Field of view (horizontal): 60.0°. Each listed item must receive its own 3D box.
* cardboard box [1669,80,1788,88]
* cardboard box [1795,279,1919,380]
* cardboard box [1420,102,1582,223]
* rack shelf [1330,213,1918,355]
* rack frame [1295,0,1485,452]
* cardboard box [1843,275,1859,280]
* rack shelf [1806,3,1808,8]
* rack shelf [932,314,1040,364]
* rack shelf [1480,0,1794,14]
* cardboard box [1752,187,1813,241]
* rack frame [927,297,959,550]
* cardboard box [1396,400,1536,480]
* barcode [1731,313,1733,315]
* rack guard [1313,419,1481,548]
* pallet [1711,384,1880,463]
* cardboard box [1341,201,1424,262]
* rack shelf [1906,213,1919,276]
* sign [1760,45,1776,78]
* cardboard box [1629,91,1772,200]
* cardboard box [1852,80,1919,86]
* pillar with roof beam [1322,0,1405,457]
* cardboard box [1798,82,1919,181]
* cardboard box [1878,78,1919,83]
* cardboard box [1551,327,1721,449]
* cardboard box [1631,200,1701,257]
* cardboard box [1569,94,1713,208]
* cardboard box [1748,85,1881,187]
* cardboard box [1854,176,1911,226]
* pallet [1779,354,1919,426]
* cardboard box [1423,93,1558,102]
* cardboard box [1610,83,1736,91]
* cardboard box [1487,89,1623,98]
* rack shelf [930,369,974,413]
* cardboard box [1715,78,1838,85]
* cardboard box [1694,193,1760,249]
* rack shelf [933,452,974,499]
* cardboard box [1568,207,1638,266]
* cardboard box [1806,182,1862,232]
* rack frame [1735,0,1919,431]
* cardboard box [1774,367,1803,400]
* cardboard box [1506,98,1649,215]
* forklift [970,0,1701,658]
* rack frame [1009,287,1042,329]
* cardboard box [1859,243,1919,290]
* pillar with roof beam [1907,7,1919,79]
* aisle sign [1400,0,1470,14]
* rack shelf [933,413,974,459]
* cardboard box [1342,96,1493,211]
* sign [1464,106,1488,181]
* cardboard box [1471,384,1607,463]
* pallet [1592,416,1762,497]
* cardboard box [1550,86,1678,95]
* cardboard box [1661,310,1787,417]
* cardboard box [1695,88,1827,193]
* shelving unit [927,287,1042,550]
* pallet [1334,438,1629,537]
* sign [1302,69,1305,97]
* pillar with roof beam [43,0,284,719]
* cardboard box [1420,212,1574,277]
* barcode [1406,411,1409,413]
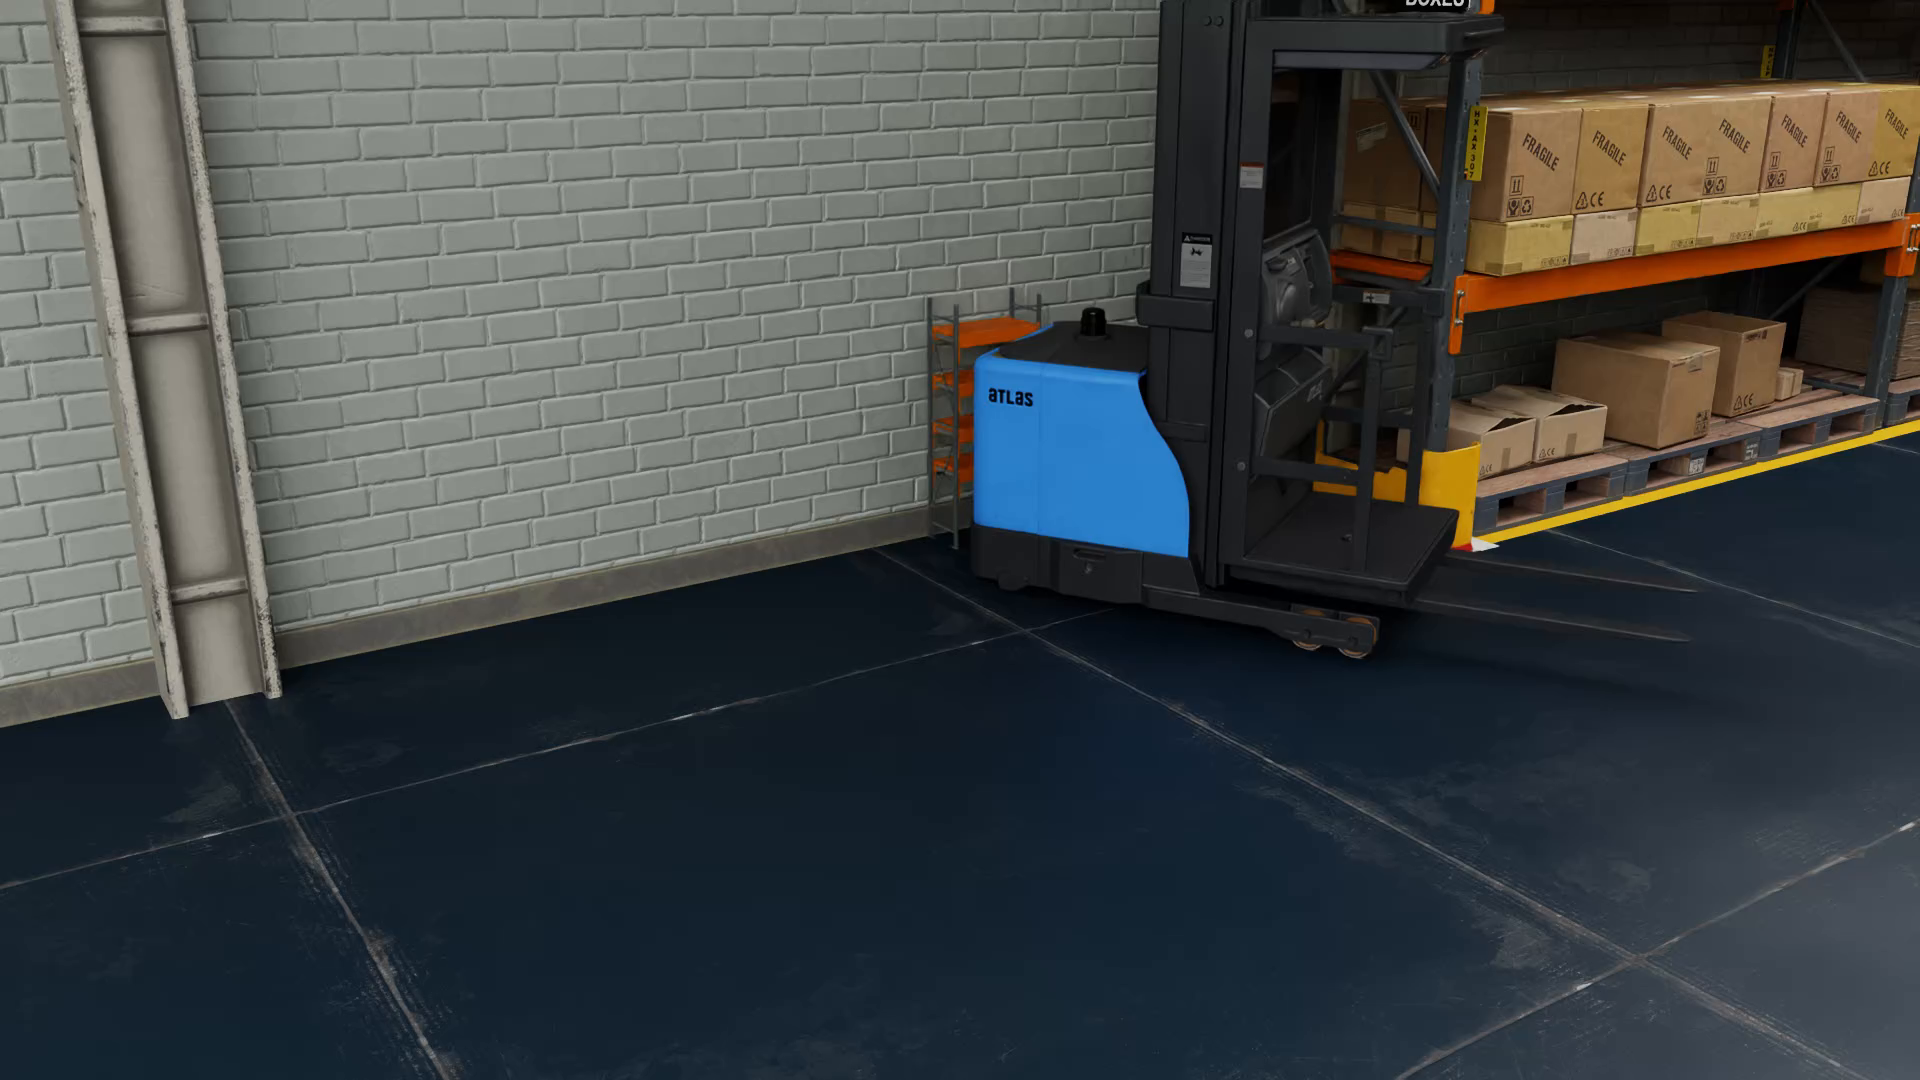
[{"bbox_3d":[4.425,-2.406,9.709,0.500,0.500,0.500,-12,22,-32],"label":"cardboard box"},{"bbox_3d":[5.972,-1.388,10.881,0.500,0.500,0.700,-11,22,-30],"label":"cardboard box"},{"bbox_3d":[2.590,-1.822,7.983,0.500,0.500,0.500,-12,22,-31],"label":"cardboard box"},{"bbox_3d":[3.696,-1.536,9.228,4.000,0.370,1.077,-12,22,-31],"label":"rack shelf"},{"bbox_3d":[2.026,-1.525,8.071,0.127,3.000,1.000,-12,22,-31],"label":"rack frame"},{"bbox_3d":[6.376,-1.492,11.190,0.500,0.500,0.700,-12,22,-32],"label":"cardboard box"},{"bbox_3d":[7.037,-3.662,10.832,4.000,0.370,1.077,-12,22,-31],"label":"rack shelf"},{"bbox_3d":[0.118,-0.970,8.008,0.480,0.148,0.258,-13,22,-33],"label":"rack shelf"},{"bbox_3d":[3.696,-2.957,8.748,4.000,0.370,1.077,-12,22,-31],"label":"rack shelf"},{"bbox_3d":[4.305,-1.825,9.162,0.500,0.250,0.500,-12,22,-32],"label":"cardboard box"},{"bbox_3d":[-0.081,-0.553,7.998,0.015,1.200,0.240,-13,22,-33],"label":"rack frame"},{"bbox_3d":[2.653,-0.557,8.720,0.500,0.311,0.500,-15,24,-37],"label":"cardboard box"},{"bbox_3d":[4.784,-1.374,10.342,0.075,0.075,0.001,-12,22,-31],"label":"barcode"},{"bbox_3d":[2.089,-0.354,8.511,0.348,0.500,1.175,-12,22,-31],"label":"rack guard"},{"bbox_3d":[4.825,-0.780,10.224,1.213,0.211,1.003,-12,22,-31],"label":"pallet"},{"bbox_3d":[2.310,-1.597,8.489,0.500,0.250,0.500,-12,22,-31],"label":"cardboard box"},{"bbox_3d":[7.037,-2.241,11.312,4.000,0.370,1.077,-12,22,-31],"label":"rack shelf"},{"bbox_3d":[5.058,-2.925,10.407,0.005,0.325,0.100,-12,22,-31],"label":"sign"},{"bbox_3d":[3.868,-2.090,8.775,0.500,0.500,0.500,-11,22,-30],"label":"cardboard box"},{"bbox_3d":[5.810,-2.565,10.307,0.500,0.500,0.700,-12,22,-31],"label":"cardboard box"},{"bbox_3d":[4.502,-3.570,4.753,0.400,9.000,9.100,-12,22,-31],"label":"pillar with roof beam"},{"bbox_3d":[5.142,-2.357,9.565,0.500,0.500,0.500,-12,22,-32],"label":"cardboard box"},{"bbox_3d":[6.281,-2.662,10.592,0.500,0.500,0.700,-9,21,-26],"label":"cardboard box"},{"bbox_3d":[3.770,-0.863,9.330,0.500,0.500,0.700,-14,23,-35],"label":"cardboard box"},{"bbox_3d":[3.463,-1.647,8.637,0.500,0.250,0.500,-12,22,-32],"label":"cardboard box"},{"bbox_3d":[3.443,-1.996,8.496,0.500,0.500,0.500,-13,22,-33],"label":"cardboard box"},{"bbox_3d":[4.728,-2.267,9.300,0.500,0.500,0.500,-12,22,-32],"label":"cardboard box"},{"bbox_3d":[5.138,-2.003,9.689,0.500,0.250,0.500,-12,22,-31],"label":"cardboard box"},{"bbox_3d":[6.016,-1.046,11.008,1.213,0.211,1.003,-12,22,-31],"label":"pallet"},{"bbox_3d":[2.728,-2.044,8.640,0.500,0.500,0.500,-12,22,-31],"label":"cardboard box"},{"bbox_3d":[4.006,-2.319,9.454,0.500,0.500,0.500,-11,22,-30],"label":"cardboard box"},{"bbox_3d":[3.158,-2.136,8.913,0.500,0.500,0.500,-13,22,-33],"label":"cardboard box"},{"bbox_3d":[0.118,-0.745,8.083,0.480,0.148,0.258,-13,22,-33],"label":"rack shelf"},{"bbox_3d":[4.859,-2.496,9.976,0.500,0.500,0.500,-13,22,-33],"label":"cardboard box"},{"bbox_3d":[3.886,-1.736,8.899,0.500,0.250,0.500,-12,22,-31],"label":"cardboard box"},{"bbox_3d":[0.118,-0.345,8.216,0.480,0.148,0.258,-13,22,-33],"label":"rack shelf"},{"bbox_3d":[3.034,-1.559,8.377,0.500,0.250,0.500,-13,22,-33],"label":"cardboard box"},{"bbox_3d":[4.717,-1.918,9.436,0.500,0.250,0.500,-12,22,-31],"label":"cardboard box"},{"bbox_3d":[5.367,-2.229,10.155,0.127,3.000,1.000,-12,22,-31],"label":"rack frame"},{"bbox_3d":[4.936,-0.993,10.236,0.250,0.166,0.380,-16,24,-38],"label":"cardboard box"},{"bbox_3d":[3.008,-1.906,8.232,0.500,0.500,0.500,-12,22,-31],"label":"cardboard box"},{"bbox_3d":[1.598,-1.099,6.918,3.031,2.935,1.130,9,21,25],"label":"forklift"},{"bbox_3d":[0.317,-0.641,8.266,0.015,1.200,0.240,-13,22,-33],"label":"rack frame"},{"bbox_3d":[6.338,-1.821,10.994,0.500,0.250,0.500,-12,22,-33],"label":"cardboard box"},{"bbox_3d":[9.513,-4.627,7.879,0.400,9.000,9.100,-12,22,-31],"label":"pillar with roof beam"},{"bbox_3d":[2.131,-2.663,7.380,0.004,0.787,0.394,-12,22,-31],"label":"aisle sign"},{"bbox_3d":[0.118,-0.533,8.153,0.480,0.148,0.258,-13,22,-33],"label":"rack shelf"},{"bbox_3d":[2.303,-1.958,8.385,0.500,0.500,0.500,-12,22,-32],"label":"cardboard box"},{"bbox_3d":[2.324,-1.790,7.503,0.005,0.325,0.100,-12,22,-31],"label":"sign"},{"bbox_3d":[3.129,-0.657,9.017,0.500,0.311,0.500,-10,21,-27],"label":"cardboard box"},{"bbox_3d":[3.805,-0.564,9.584,1.213,0.211,1.003,-12,22,-31],"label":"pallet"},{"bbox_3d":[3.578,-2.225,9.175,0.500,0.500,0.500,-12,22,-31],"label":"cardboard box"},{"bbox_3d":[4.522,-1.060,9.912,0.500,0.500,0.500,-14,23,-35],"label":"cardboard box"},{"bbox_3d":[4.302,-2.182,9.046,0.500,0.500,0.500,-13,22,-33],"label":"cardboard box"},{"bbox_3d":[0.118,-0.597,8.132,0.503,1.200,0.258,-13,22,-33],"label":"shelving unit"},{"bbox_3d":[2.787,-0.351,8.952,1.213,0.211,1.003,-12,22,-31],"label":"pallet"},{"bbox_3d":[1.737,-2.375,8.284,0.005,0.325,0.100,-12,22,-31],"label":"sign"},{"bbox_3d":[-0.509,-2.513,1.627,0.400,9.000,9.100,-12,22,-31],"label":"pillar with roof beam"},{"bbox_3d":[2.608,-1.464,8.095,0.500,0.250,0.500,-13,22,-33],"label":"cardboard box"},{"bbox_3d":[2.448,-0.672,9.045,0.075,0.075,0.001,-12,22,-31],"label":"barcode"}]
